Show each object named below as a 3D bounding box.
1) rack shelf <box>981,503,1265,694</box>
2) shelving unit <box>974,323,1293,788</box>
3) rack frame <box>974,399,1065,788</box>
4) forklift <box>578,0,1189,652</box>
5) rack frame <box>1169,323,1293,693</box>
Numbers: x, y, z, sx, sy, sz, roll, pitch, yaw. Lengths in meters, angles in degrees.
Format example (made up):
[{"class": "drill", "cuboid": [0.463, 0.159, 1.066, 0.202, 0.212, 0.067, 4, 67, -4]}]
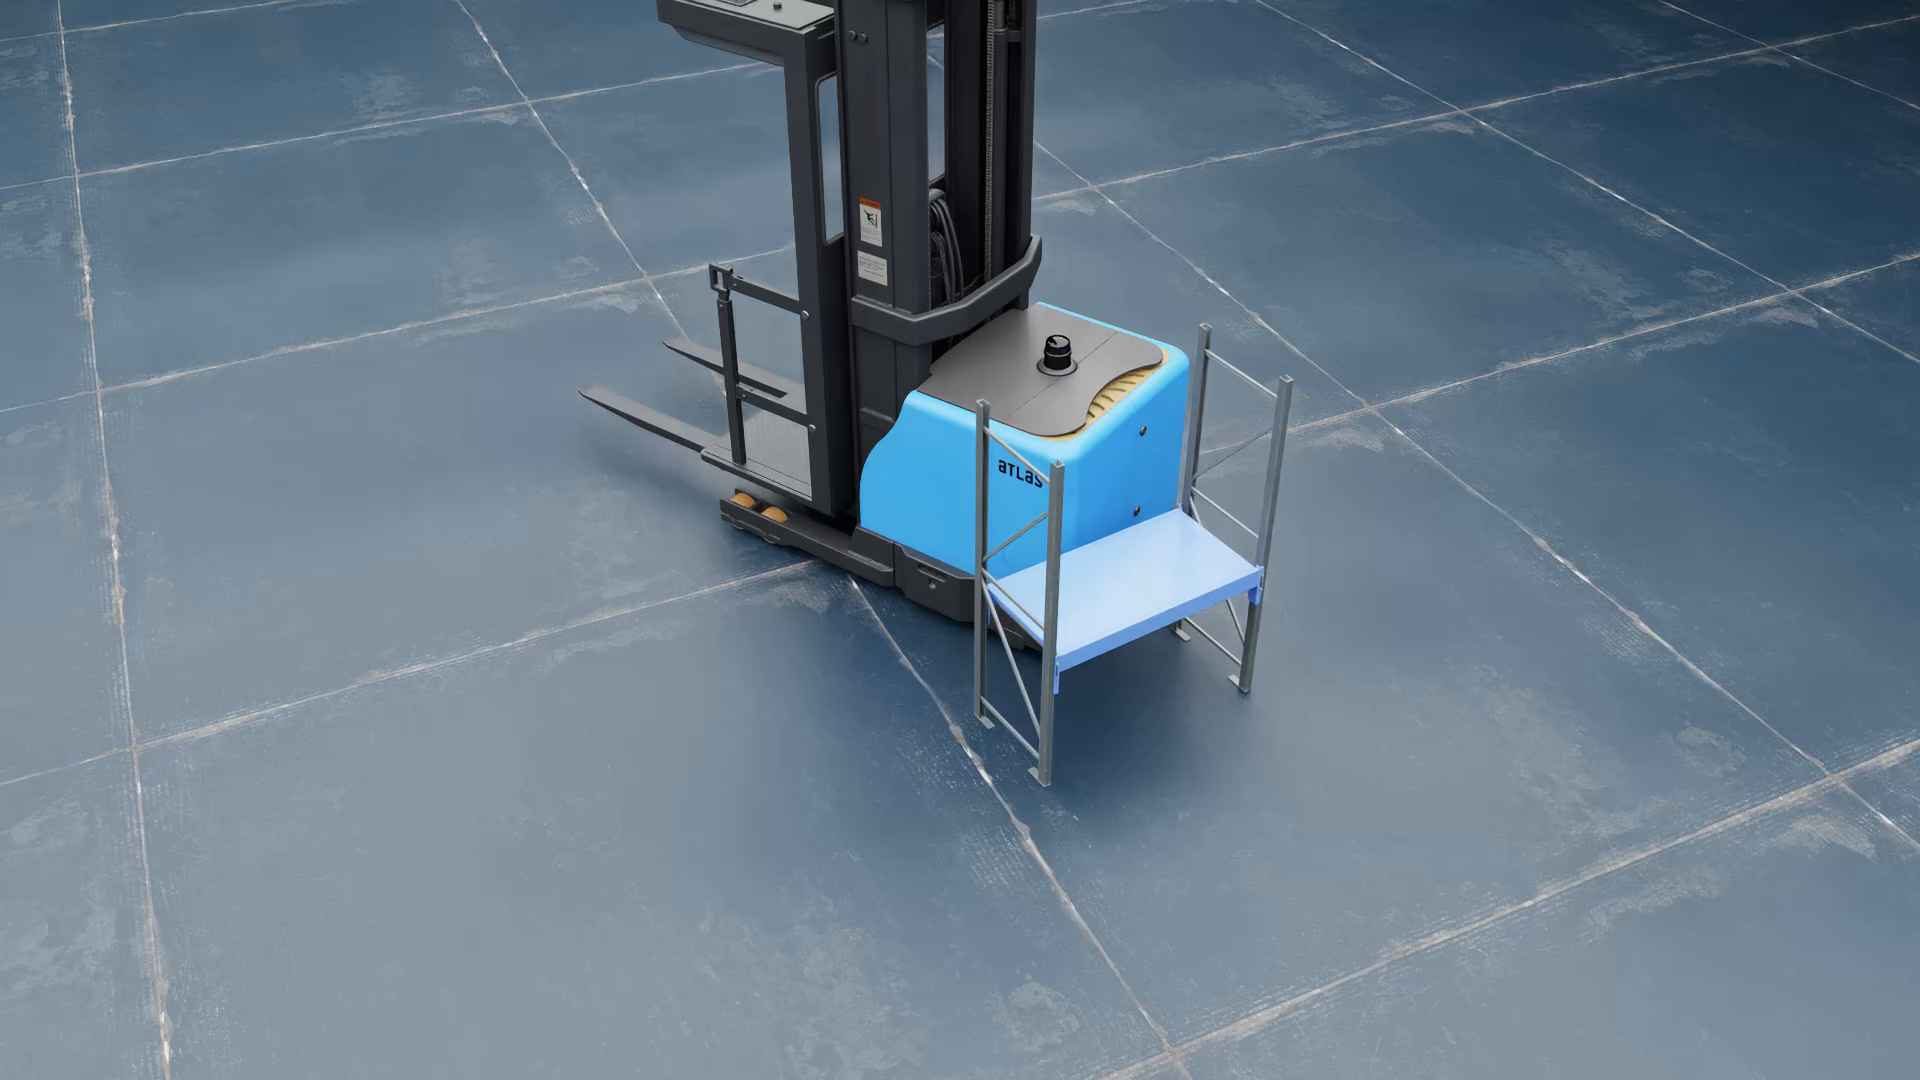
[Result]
[{"class": "rack shelf", "cuboid": [0.632, 0.211, 6.509, 1.000, 0.185, 0.538, -21, 41, -26]}, {"class": "shelving unit", "cuboid": [0.632, 0.066, 6.402, 1.048, 1.500, 0.538, -21, 41, -26]}, {"class": "rack frame", "cuboid": [0.204, 0.230, 6.181, 0.032, 1.500, 0.500, -21, 41, -26]}, {"class": "forklift", "cuboid": [-0.507, -1.393, 7.168, 3.031, 2.935, 1.130, 23, 42, 28]}, {"class": "rack frame", "cuboid": [1.059, -0.098, 6.623, 0.032, 1.500, 0.500, -21, 41, -26]}]
